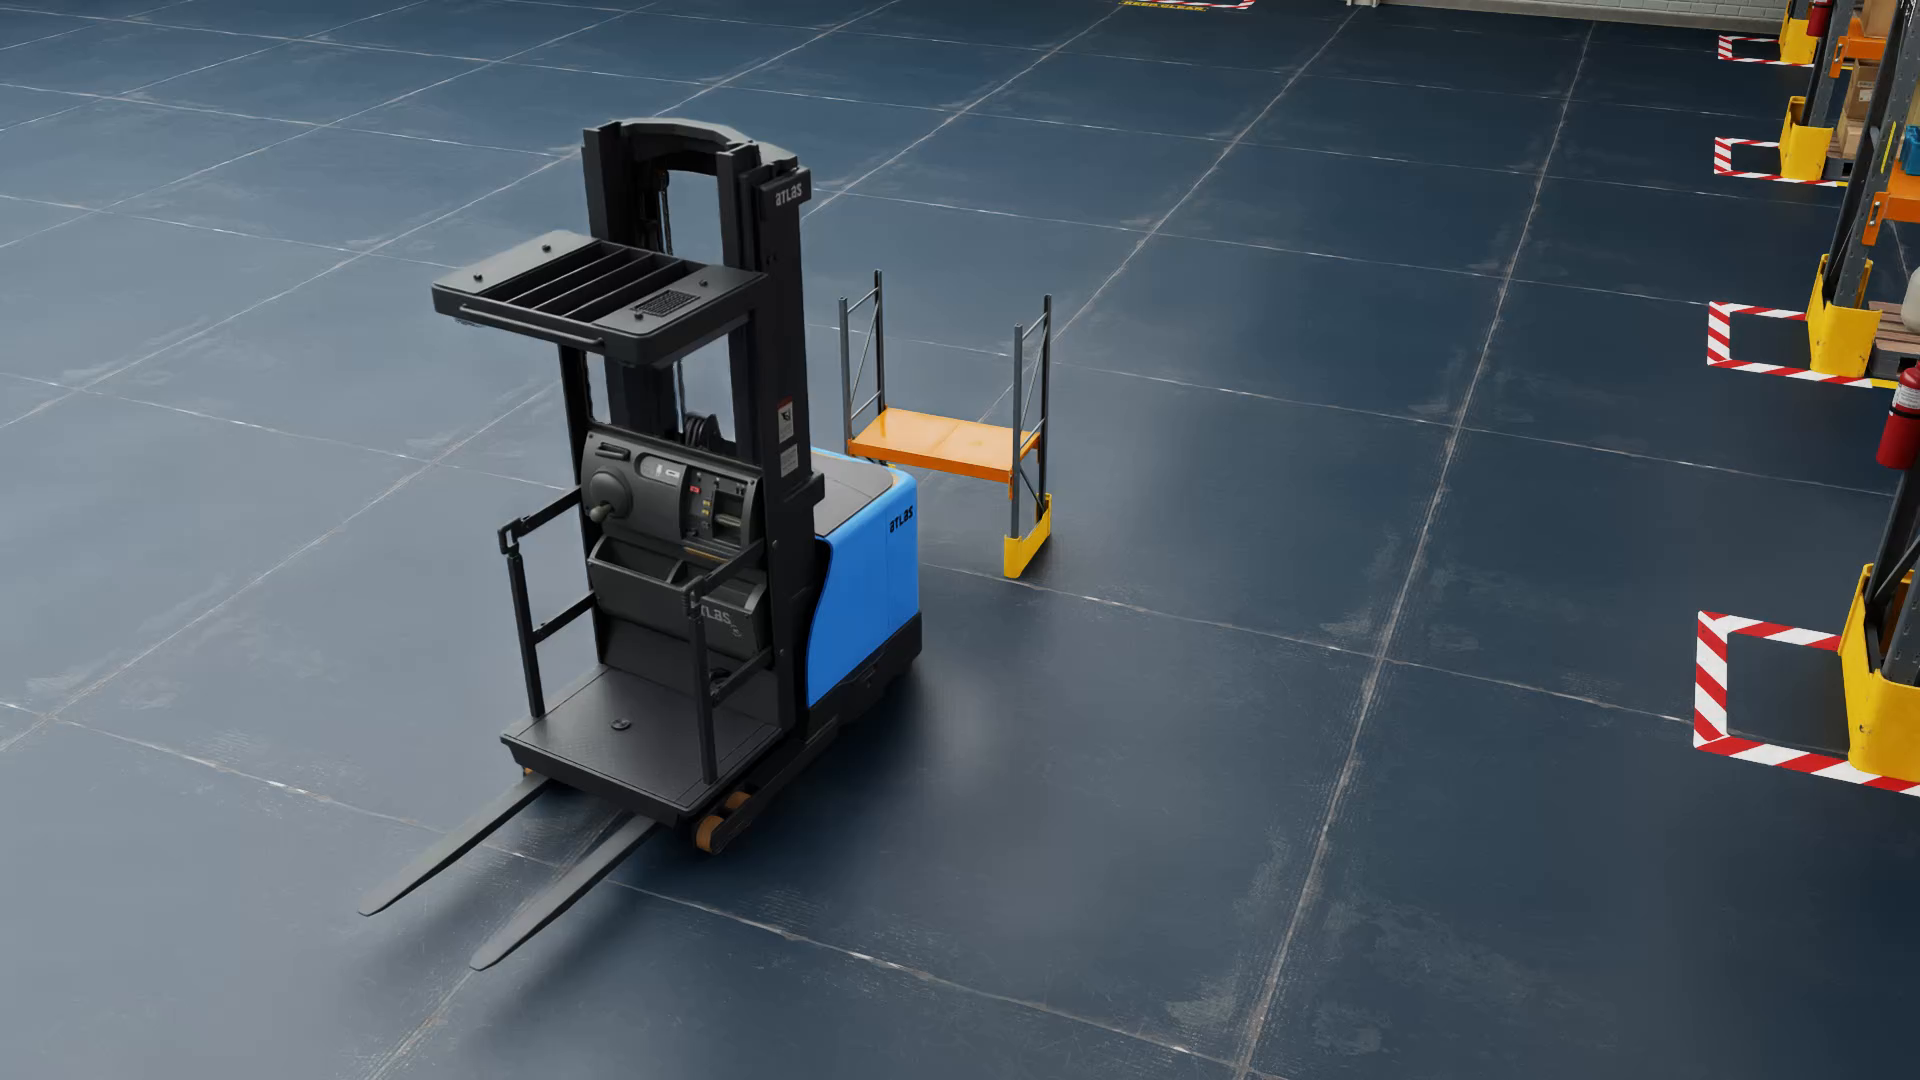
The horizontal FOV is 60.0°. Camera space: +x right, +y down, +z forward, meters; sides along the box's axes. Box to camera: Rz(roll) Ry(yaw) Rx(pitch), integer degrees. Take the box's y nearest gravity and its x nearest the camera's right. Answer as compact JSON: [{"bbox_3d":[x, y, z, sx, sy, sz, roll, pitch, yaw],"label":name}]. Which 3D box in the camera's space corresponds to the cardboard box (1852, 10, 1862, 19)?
[{"bbox_3d":[10.698,-6.102,19.783,0.500,0.311,0.500,8,30,13],"label":"cardboard box"}]

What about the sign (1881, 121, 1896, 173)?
[{"bbox_3d":[6.155,-2.603,11.026,0.005,0.325,0.100,11,31,19],"label":"sign"}]

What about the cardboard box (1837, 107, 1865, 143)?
[{"bbox_3d":[8.840,-4.012,16.167,0.500,0.250,0.500,11,31,19],"label":"cardboard box"}]

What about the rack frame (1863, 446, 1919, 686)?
[{"bbox_3d":[4.504,-0.475,7.541,0.127,3.000,1.000,11,31,19],"label":"rack frame"}]

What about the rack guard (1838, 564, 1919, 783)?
[{"bbox_3d":[4.574,0.628,8.131,0.348,0.500,1.175,11,31,19],"label":"rack guard"}]

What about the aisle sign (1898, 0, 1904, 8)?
[{"bbox_3d":[6.411,-4.013,11.160,0.004,0.787,0.394,11,31,19],"label":"aisle sign"}]

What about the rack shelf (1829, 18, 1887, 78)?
[{"bbox_3d":[10.085,-4.308,15.054,4.000,0.370,1.077,11,31,19],"label":"rack shelf"}]

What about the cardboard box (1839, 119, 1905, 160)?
[{"bbox_3d":[8.645,-3.776,15.750,0.500,0.250,0.500,11,31,19],"label":"cardboard box"}]

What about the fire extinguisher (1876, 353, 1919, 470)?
[{"bbox_3d":[4.571,-0.672,7.969,0.183,0.674,0.296,11,31,19],"label":"fire extinguisher"}]

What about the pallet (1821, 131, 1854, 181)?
[{"bbox_3d":[8.956,-3.654,16.001,1.213,0.211,1.003,11,31,19],"label":"pallet"}]

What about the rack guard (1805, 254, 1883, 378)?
[{"bbox_3d":[6.454,-1.652,12.165,0.348,0.500,1.175,11,31,19],"label":"rack guard"}]

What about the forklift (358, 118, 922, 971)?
[{"bbox_3d":[-1.370,-0.157,7.049,1.130,2.935,3.031,16,33,26],"label":"forklift"}]

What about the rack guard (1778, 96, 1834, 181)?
[{"bbox_3d":[8.210,-3.907,16.154,0.348,0.500,1.175,11,31,19],"label":"rack guard"}]

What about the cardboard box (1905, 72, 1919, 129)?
[{"bbox_3d":[9.109,-4.011,15.403,0.500,0.500,0.500,11,31,19],"label":"cardboard box"}]

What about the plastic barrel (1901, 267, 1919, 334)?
[{"bbox_3d":[7.005,-1.746,11.892,0.421,0.512,0.421,0,29,0],"label":"plastic barrel"}]

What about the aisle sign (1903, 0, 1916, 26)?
[{"bbox_3d":[6.189,-3.744,10.684,0.004,0.787,0.394,11,31,19],"label":"aisle sign"}]

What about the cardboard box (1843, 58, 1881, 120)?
[{"bbox_3d":[8.841,-4.339,15.985,0.500,0.500,0.500,11,31,19],"label":"cardboard box"}]

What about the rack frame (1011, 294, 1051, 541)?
[{"bbox_3d":[0.392,-0.575,9.242,0.032,1.500,0.500,11,31,19],"label":"rack frame"}]

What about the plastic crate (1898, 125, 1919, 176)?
[{"bbox_3d":[6.942,-2.712,11.651,0.616,0.251,0.499,11,31,19],"label":"plastic crate"}]

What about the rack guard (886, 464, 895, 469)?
[{"bbox_3d":[-0.532,-0.215,9.876,0.087,0.250,0.587,11,31,19],"label":"rack guard"}]

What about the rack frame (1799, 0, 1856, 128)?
[{"bbox_3d":[8.232,-4.991,15.531,0.127,3.000,1.000,11,31,19],"label":"rack frame"}]

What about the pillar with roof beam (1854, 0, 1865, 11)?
[{"bbox_3d":[9.446,-8.164,15.048,0.400,9.000,9.100,11,31,19],"label":"pillar with roof beam"}]

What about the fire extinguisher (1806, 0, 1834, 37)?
[{"bbox_3d":[8.297,-5.191,15.964,0.183,0.674,0.296,11,31,19],"label":"fire extinguisher"}]

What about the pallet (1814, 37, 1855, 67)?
[{"bbox_3d":[10.901,-5.856,19.895,1.213,0.211,1.003,11,31,19],"label":"pallet"}]

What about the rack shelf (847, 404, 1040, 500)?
[{"bbox_3d":[-0.079,-0.512,9.497,1.000,0.185,0.538,11,31,19],"label":"rack shelf"}]

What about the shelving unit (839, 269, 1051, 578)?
[{"bbox_3d":[-0.071,-0.667,9.406,1.083,1.500,0.587,11,31,19],"label":"shelving unit"}]

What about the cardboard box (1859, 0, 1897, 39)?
[{"bbox_3d":[8.660,-4.942,15.344,0.500,0.500,0.700,11,31,19],"label":"cardboard box"}]

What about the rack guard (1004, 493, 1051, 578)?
[{"bbox_3d":[0.391,-0.031,9.550,0.087,0.250,0.587,11,31,19],"label":"rack guard"}]

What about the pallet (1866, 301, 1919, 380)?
[{"bbox_3d":[7.205,-1.374,11.966,1.213,0.211,1.003,11,31,19],"label":"pallet"}]

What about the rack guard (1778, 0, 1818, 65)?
[{"bbox_3d":[10.161,-6.148,20.119,0.348,0.500,1.175,11,31,19],"label":"rack guard"}]

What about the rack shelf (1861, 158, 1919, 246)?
[{"bbox_3d":[8.219,-2.050,11.059,4.000,0.370,1.077,11,31,19],"label":"rack shelf"}]

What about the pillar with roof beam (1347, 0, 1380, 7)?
[{"bbox_3d":[3.886,-9.274,17.012,0.400,9.000,9.100,11,31,19],"label":"pillar with roof beam"}]

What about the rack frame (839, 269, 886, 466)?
[{"bbox_3d":[-0.550,-0.763,9.575,0.032,1.500,0.500,11,31,19],"label":"rack frame"}]

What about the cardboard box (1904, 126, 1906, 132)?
[{"bbox_3d":[9.110,-3.685,15.589,0.500,0.250,0.500,11,31,19],"label":"cardboard box"}]

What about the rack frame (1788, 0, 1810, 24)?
[{"bbox_3d":[10.091,-7.250,19.529,0.127,3.000,1.000,11,31,19],"label":"rack frame"}]

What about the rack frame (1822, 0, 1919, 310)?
[{"bbox_3d":[6.366,-2.733,11.537,0.127,3.000,1.000,11,31,19],"label":"rack frame"}]
